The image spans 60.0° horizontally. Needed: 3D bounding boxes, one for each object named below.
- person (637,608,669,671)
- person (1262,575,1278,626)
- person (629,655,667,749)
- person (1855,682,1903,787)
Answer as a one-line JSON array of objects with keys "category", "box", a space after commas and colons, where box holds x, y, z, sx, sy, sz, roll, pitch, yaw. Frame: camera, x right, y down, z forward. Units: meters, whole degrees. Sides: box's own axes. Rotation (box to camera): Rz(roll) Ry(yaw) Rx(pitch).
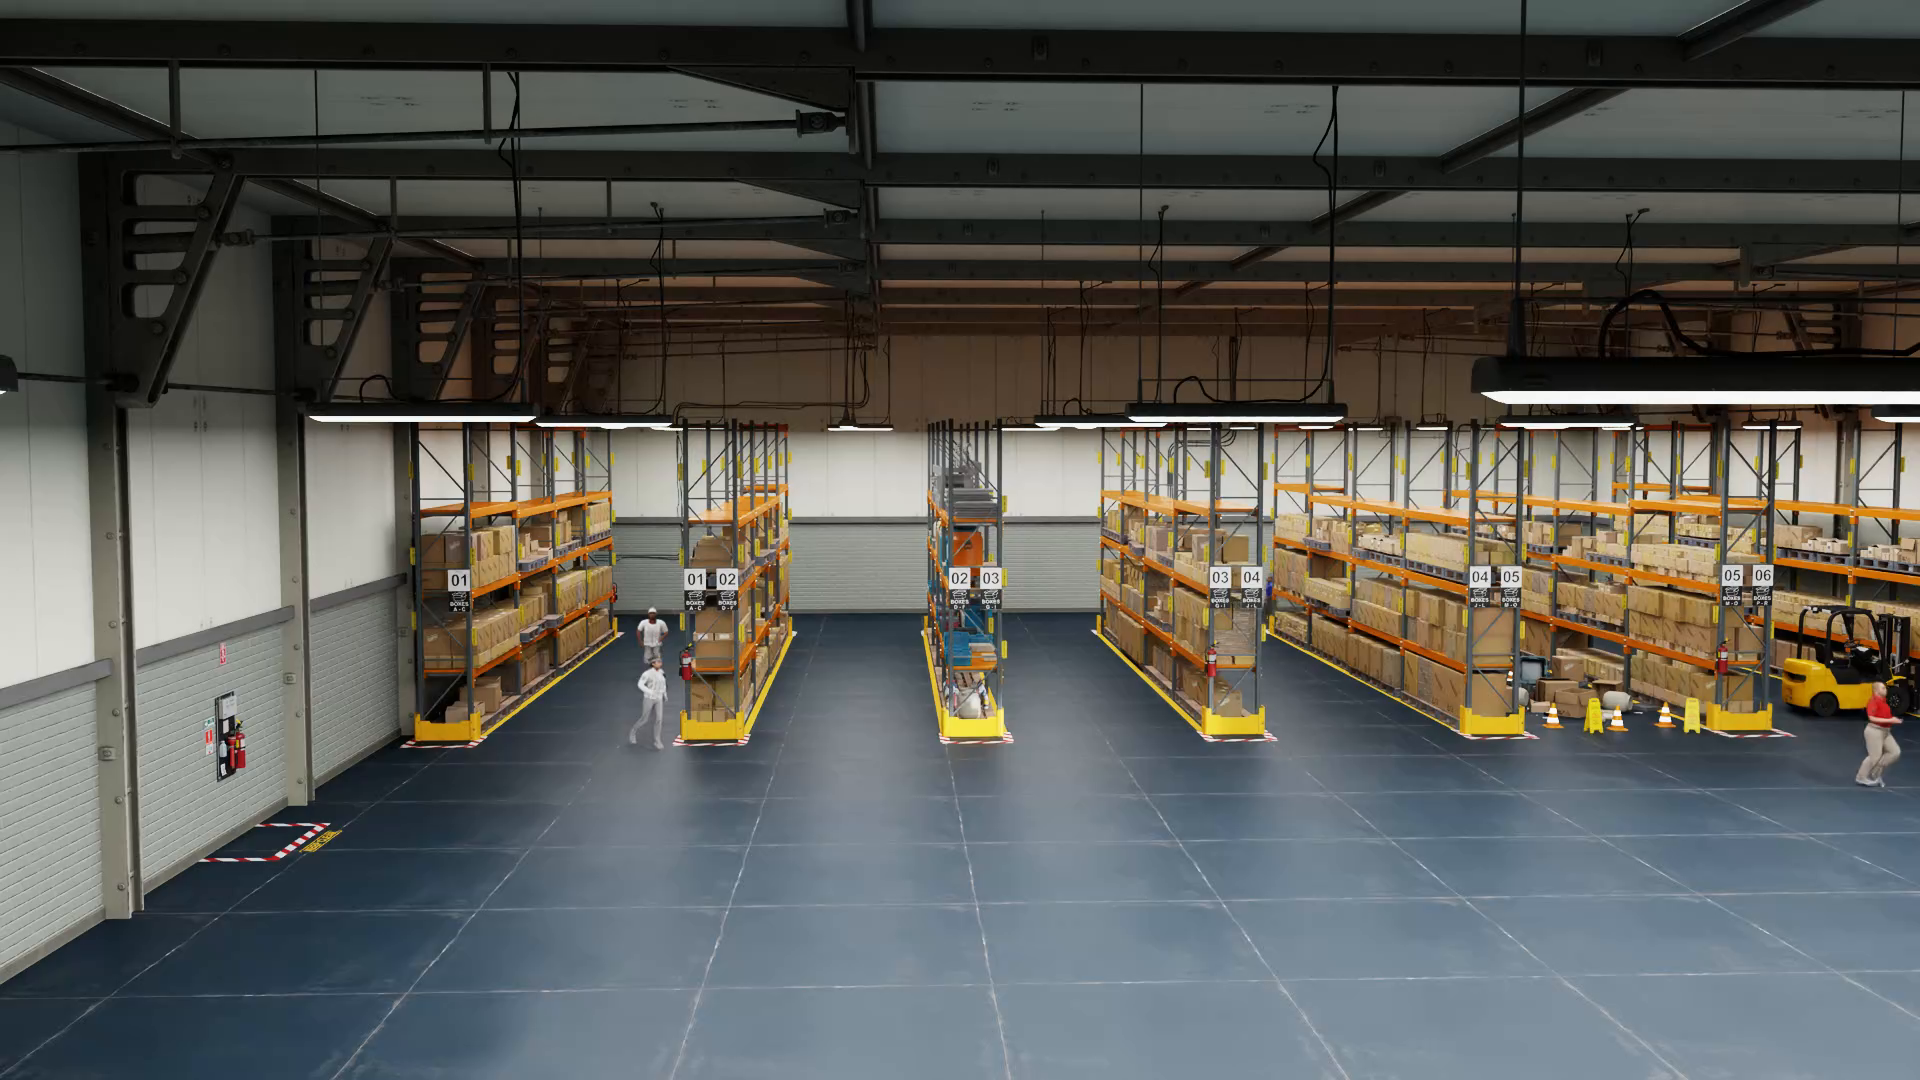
[{"category": "person", "box": [-7.051, 2.422, 38.142, 0.730, 1.726, 0.594, 0, 4, -7]}, {"category": "person", "box": [9.210, 1.813, 49.093, 0.641, 1.607, 0.667, 0, 4, 1]}, {"category": "person", "box": [-5.587, 2.929, 30.432, 0.675, 1.665, 0.924, -3, 5, -43]}, {"category": "person", "box": [14.899, 3.155, 26.882, 0.630, 1.732, 0.706, -3, 5, -41]}]
